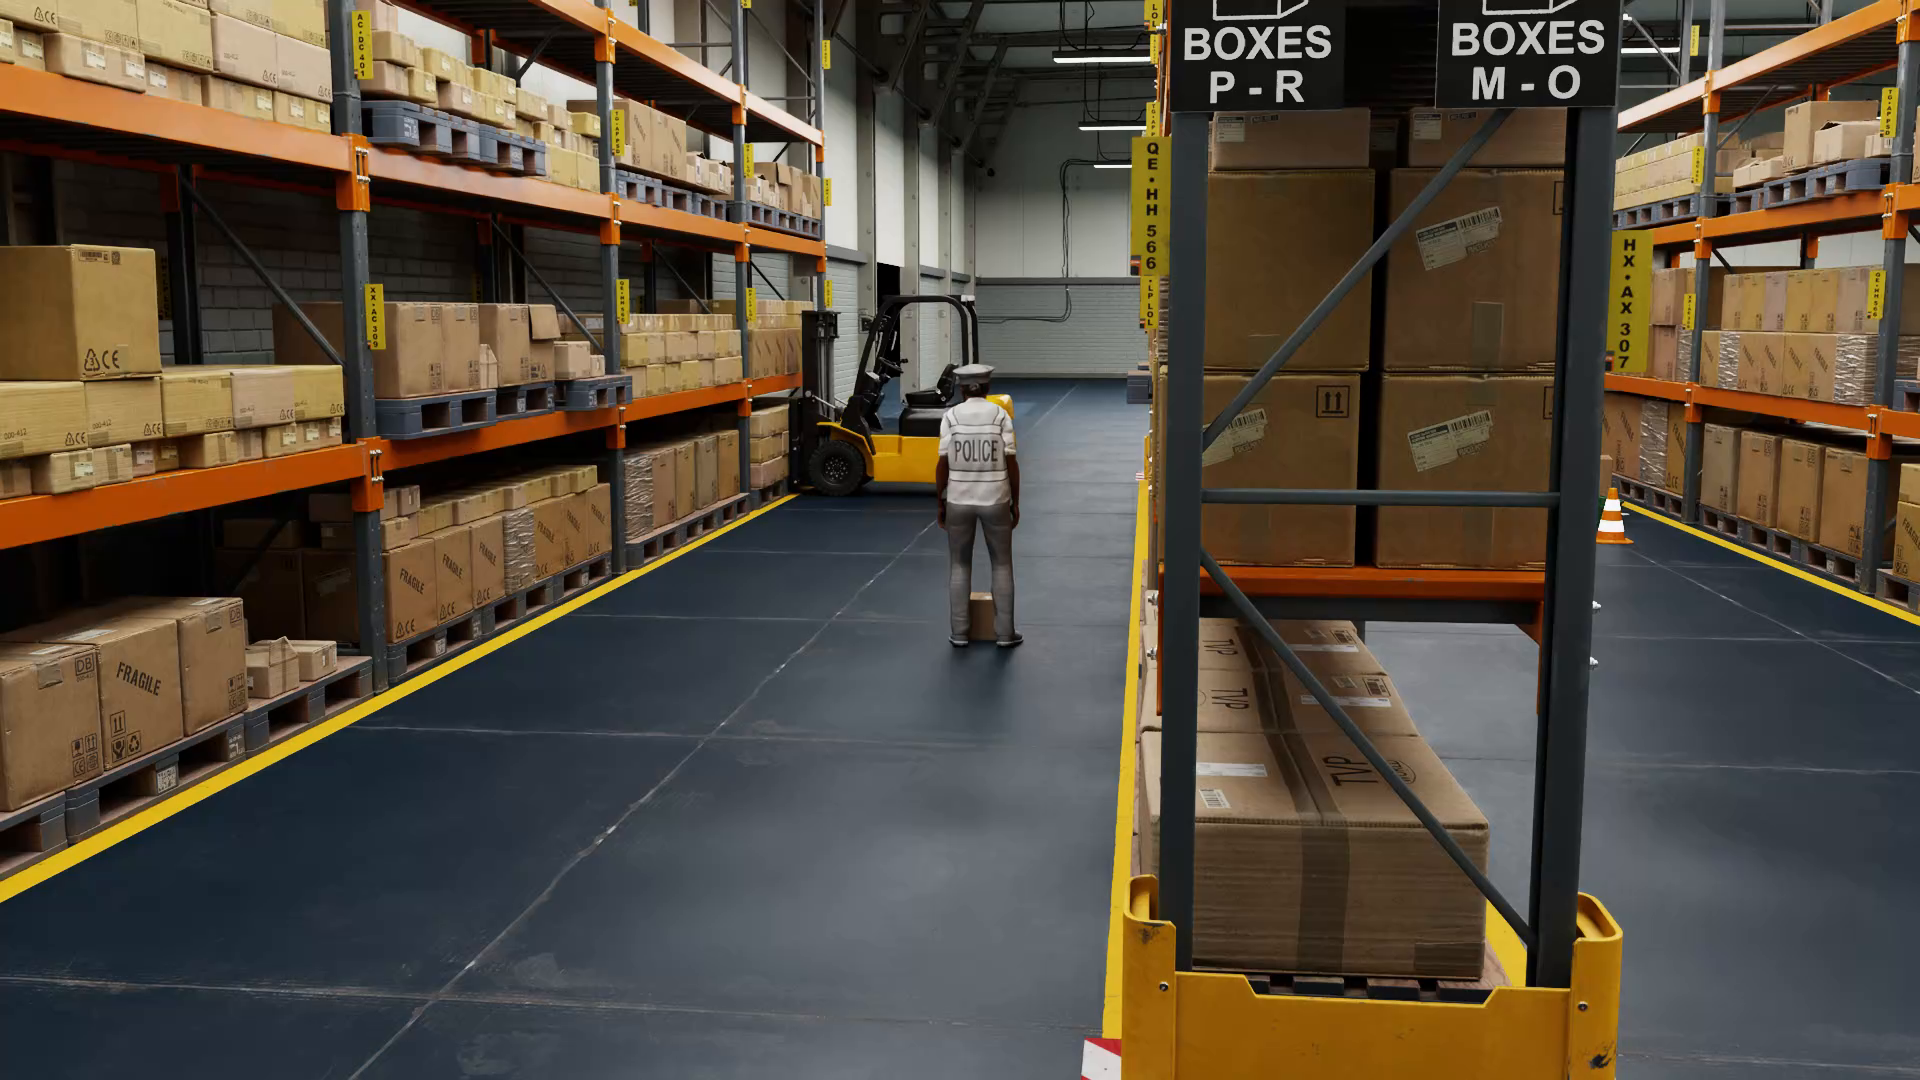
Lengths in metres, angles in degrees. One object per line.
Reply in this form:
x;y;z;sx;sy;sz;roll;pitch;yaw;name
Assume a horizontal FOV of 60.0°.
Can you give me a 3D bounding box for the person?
0.118;-0.200;9.791;0.518;1.656;0.396;0;8;3;person
